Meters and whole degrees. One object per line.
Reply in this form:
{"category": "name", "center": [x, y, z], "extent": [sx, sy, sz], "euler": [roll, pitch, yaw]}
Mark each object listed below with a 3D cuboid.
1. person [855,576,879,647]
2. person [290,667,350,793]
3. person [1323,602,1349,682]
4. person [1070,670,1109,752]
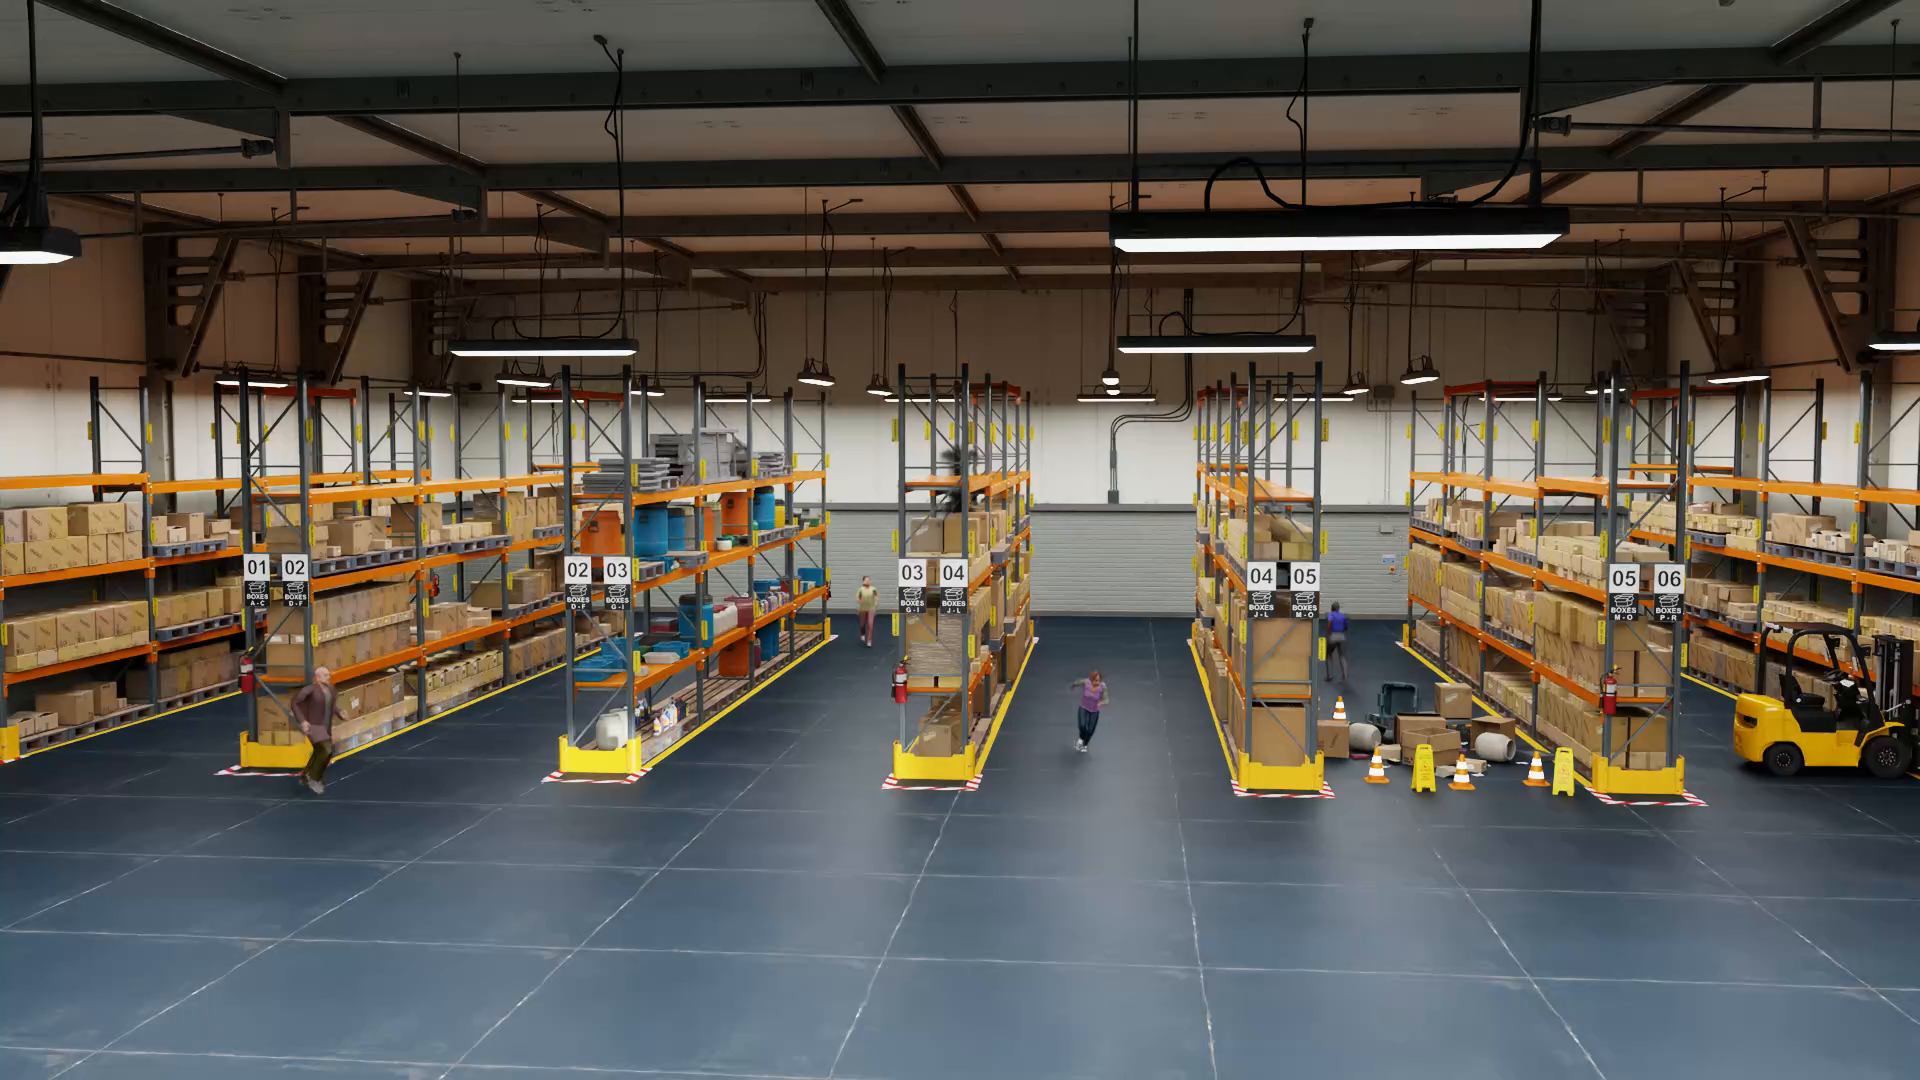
{"category": "person", "center": [-2.183, 1.660, 39.118], "extent": [0.587, 1.643, 0.903], "euler": [0, 4, -6]}
{"category": "person", "center": [-8.940, 2.658, 23.195], "extent": [0.843, 1.781, 0.655], "euler": [1, 4, 21]}
{"category": "person", "center": [7.551, 2.069, 33.348], "extent": [0.574, 1.618, 0.955], "euler": [0, 4, -5]}
{"category": "person", "center": [2.018, 2.657, 25.761], "extent": [0.552, 1.359, 0.919], "euler": [0, 4, -1]}
